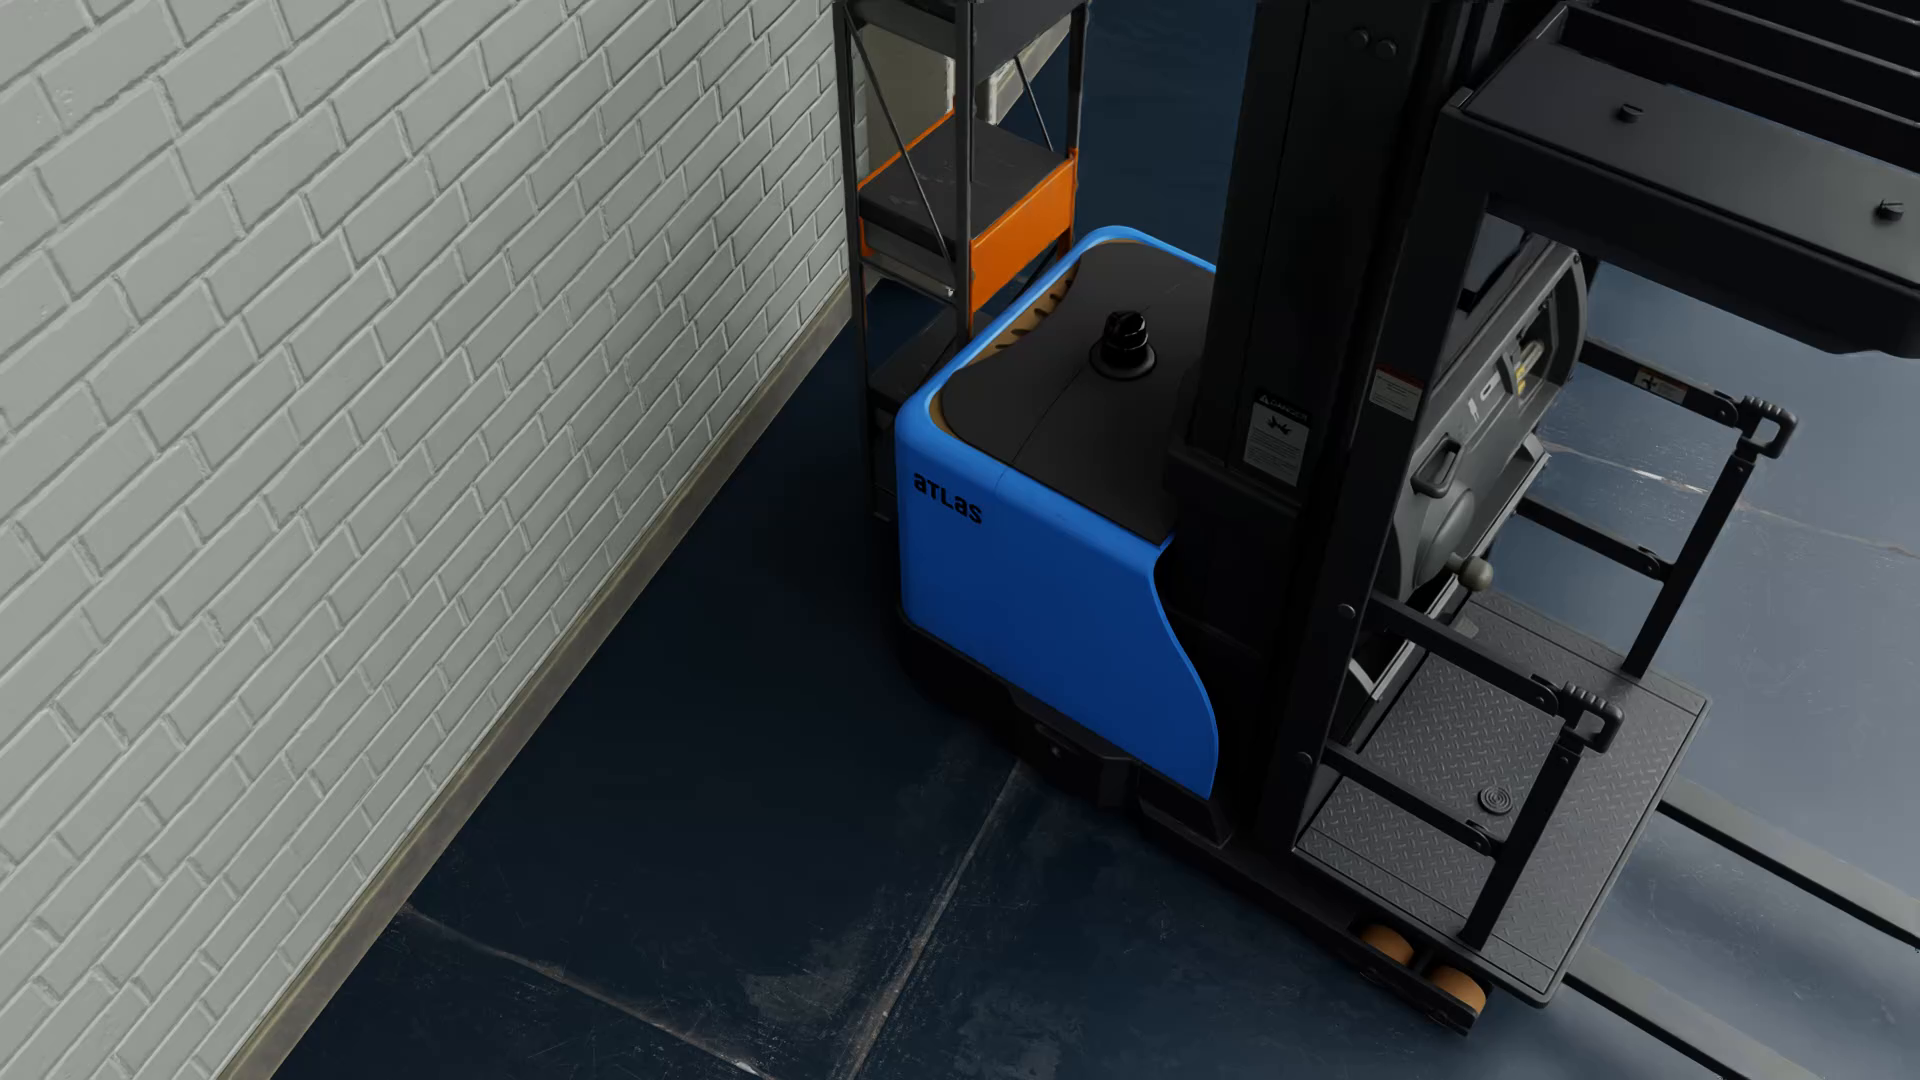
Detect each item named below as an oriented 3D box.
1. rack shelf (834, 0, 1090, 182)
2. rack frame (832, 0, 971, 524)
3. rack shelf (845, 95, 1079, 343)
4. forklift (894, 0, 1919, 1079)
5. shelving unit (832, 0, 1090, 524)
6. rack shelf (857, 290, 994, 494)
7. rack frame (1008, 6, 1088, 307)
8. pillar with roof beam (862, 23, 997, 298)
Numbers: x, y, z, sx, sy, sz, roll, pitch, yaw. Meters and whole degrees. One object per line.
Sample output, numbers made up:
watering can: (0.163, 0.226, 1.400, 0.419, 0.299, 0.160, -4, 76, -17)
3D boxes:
rack shelf: (0.007, -1.278, 4.057, 0.431, 0.518, 0.480, 30, 56, 23)
rack frame: (-0.139, -0.684, 4.453, 0.400, 2.100, 0.015, 30, 56, 23)
rack shelf: (0.007, -0.824, 4.590, 0.431, 0.518, 0.480, 30, 56, 23)
forklift: (1.305, -0.184, 3.482, 3.031, 2.935, 1.130, 30, 56, 23)
shelving unit: (0.007, -0.833, 4.580, 0.431, 2.100, 0.503, 30, 56, 23)
rack shelf: (0.008, -0.371, 5.124, 0.431, 0.518, 0.480, 30, 56, 23)
rack frame: (0.153, -0.982, 4.707, 0.400, 2.100, 0.015, 30, 56, 23)
pillar with roof beam: (3.797, -2.574, 1.532, 9.100, 9.000, 0.400, 20, 52, 16)
